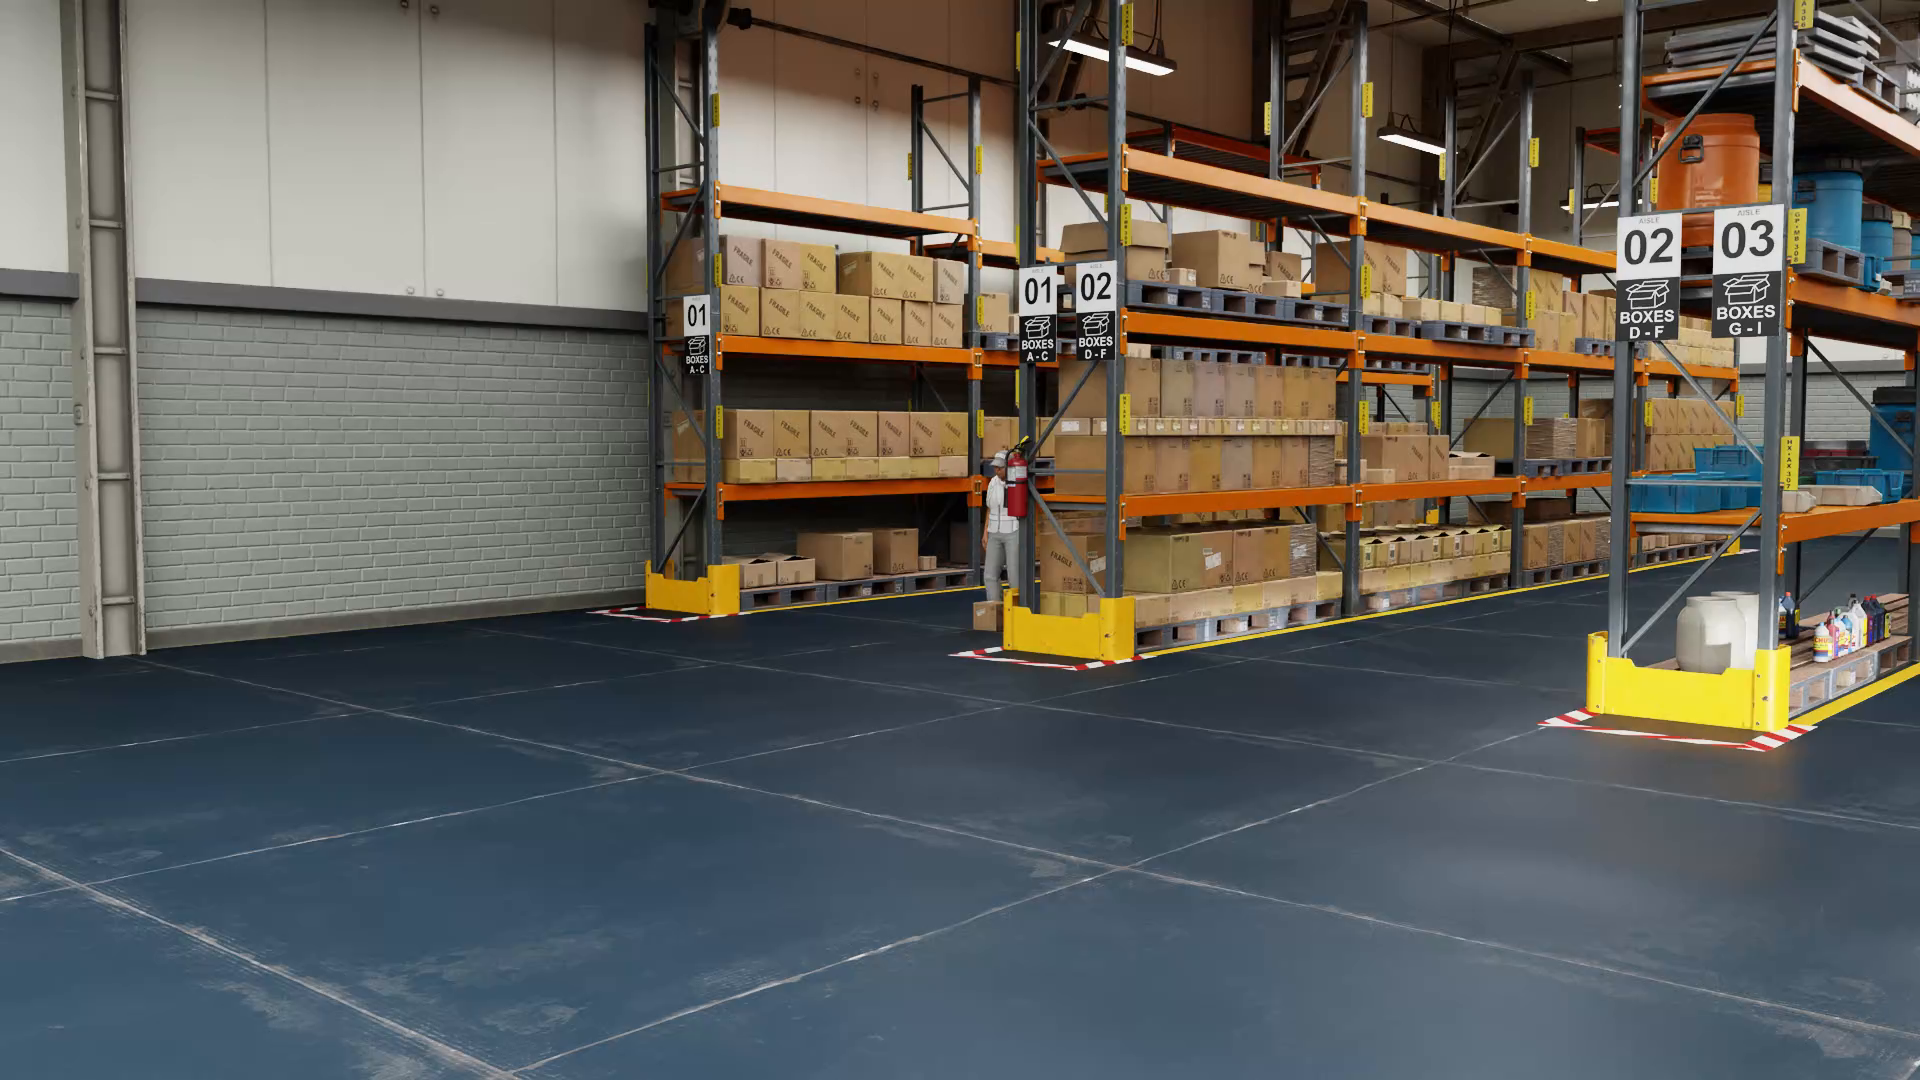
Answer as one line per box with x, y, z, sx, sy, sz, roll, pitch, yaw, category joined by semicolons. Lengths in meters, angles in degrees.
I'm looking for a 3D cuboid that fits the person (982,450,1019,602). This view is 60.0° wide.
0.427;-0.011;15.610;0.539;1.666;0.465;3;5;40;person
